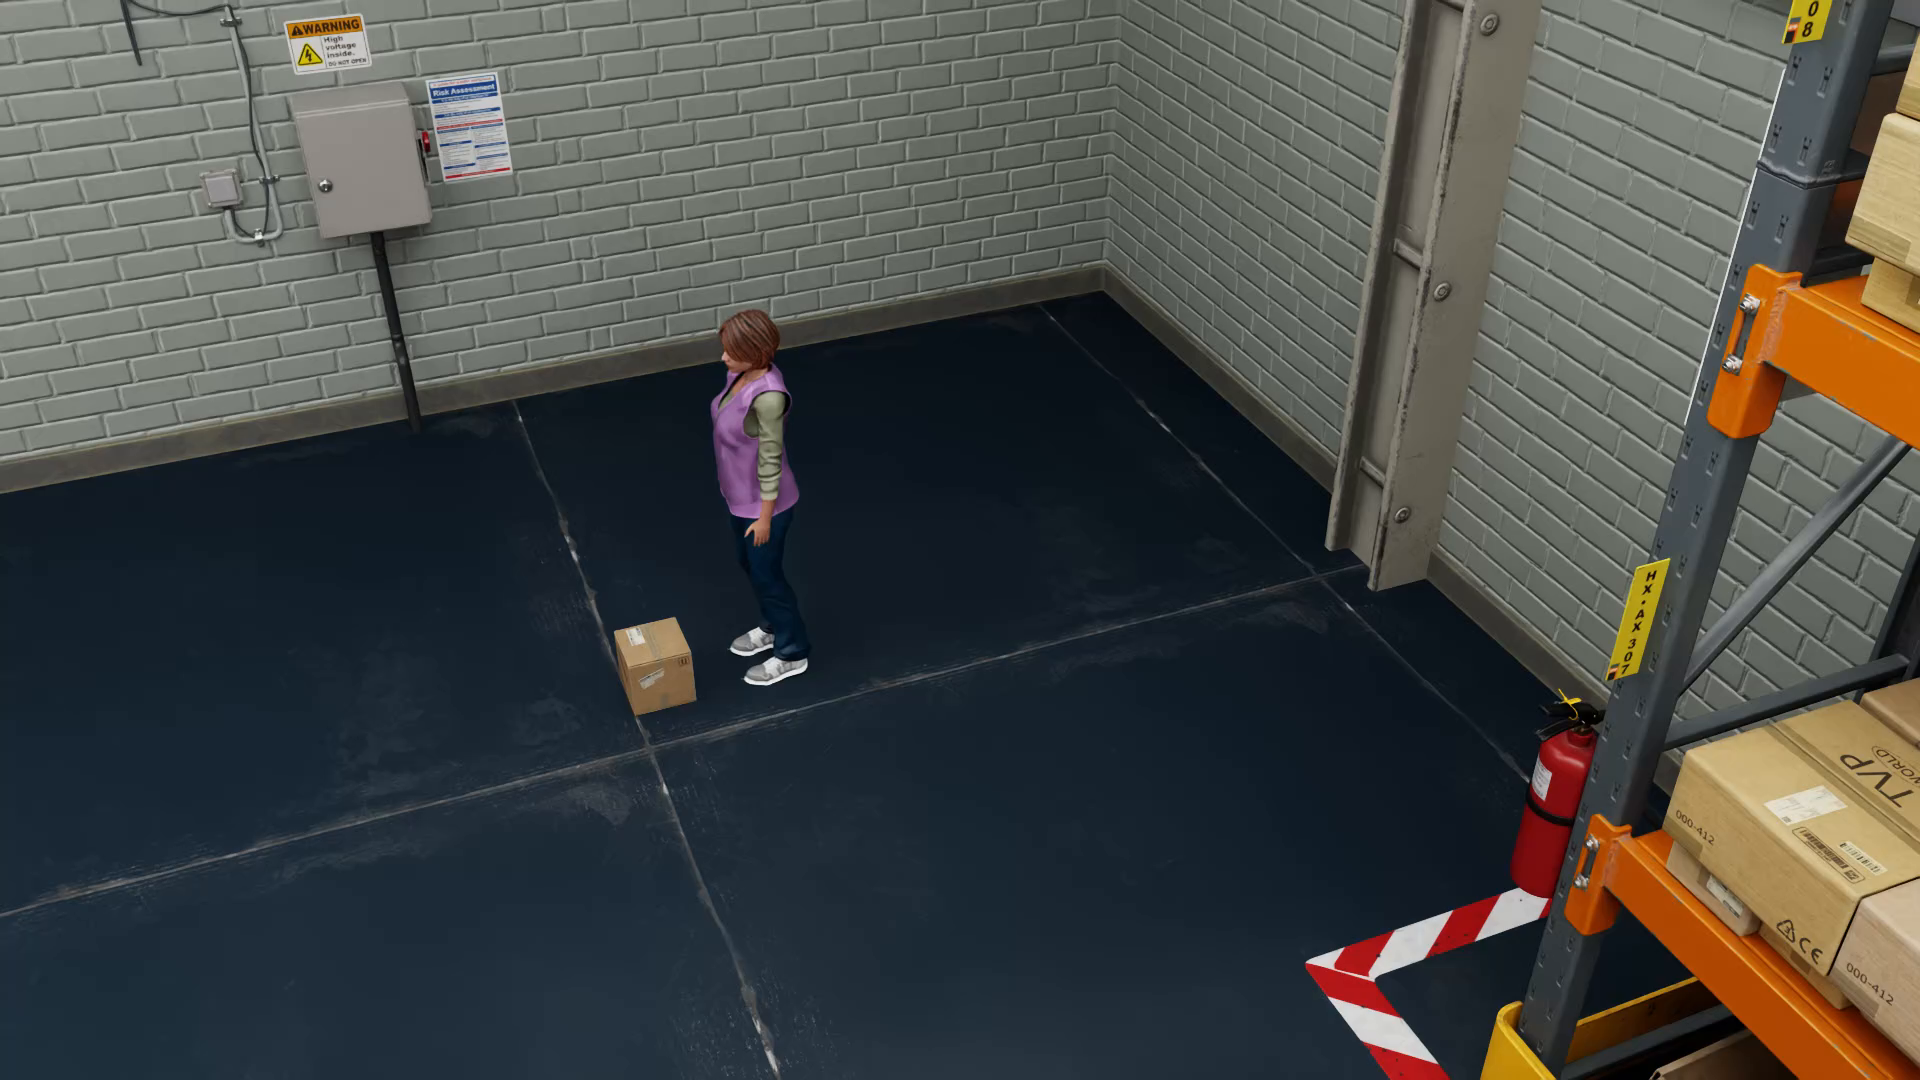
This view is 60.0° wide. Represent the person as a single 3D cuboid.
[{"bbox_3d":[-0.768,-0.146,6.383,0.304,1.583,0.406,-12,36,-18],"label":"person"}]
